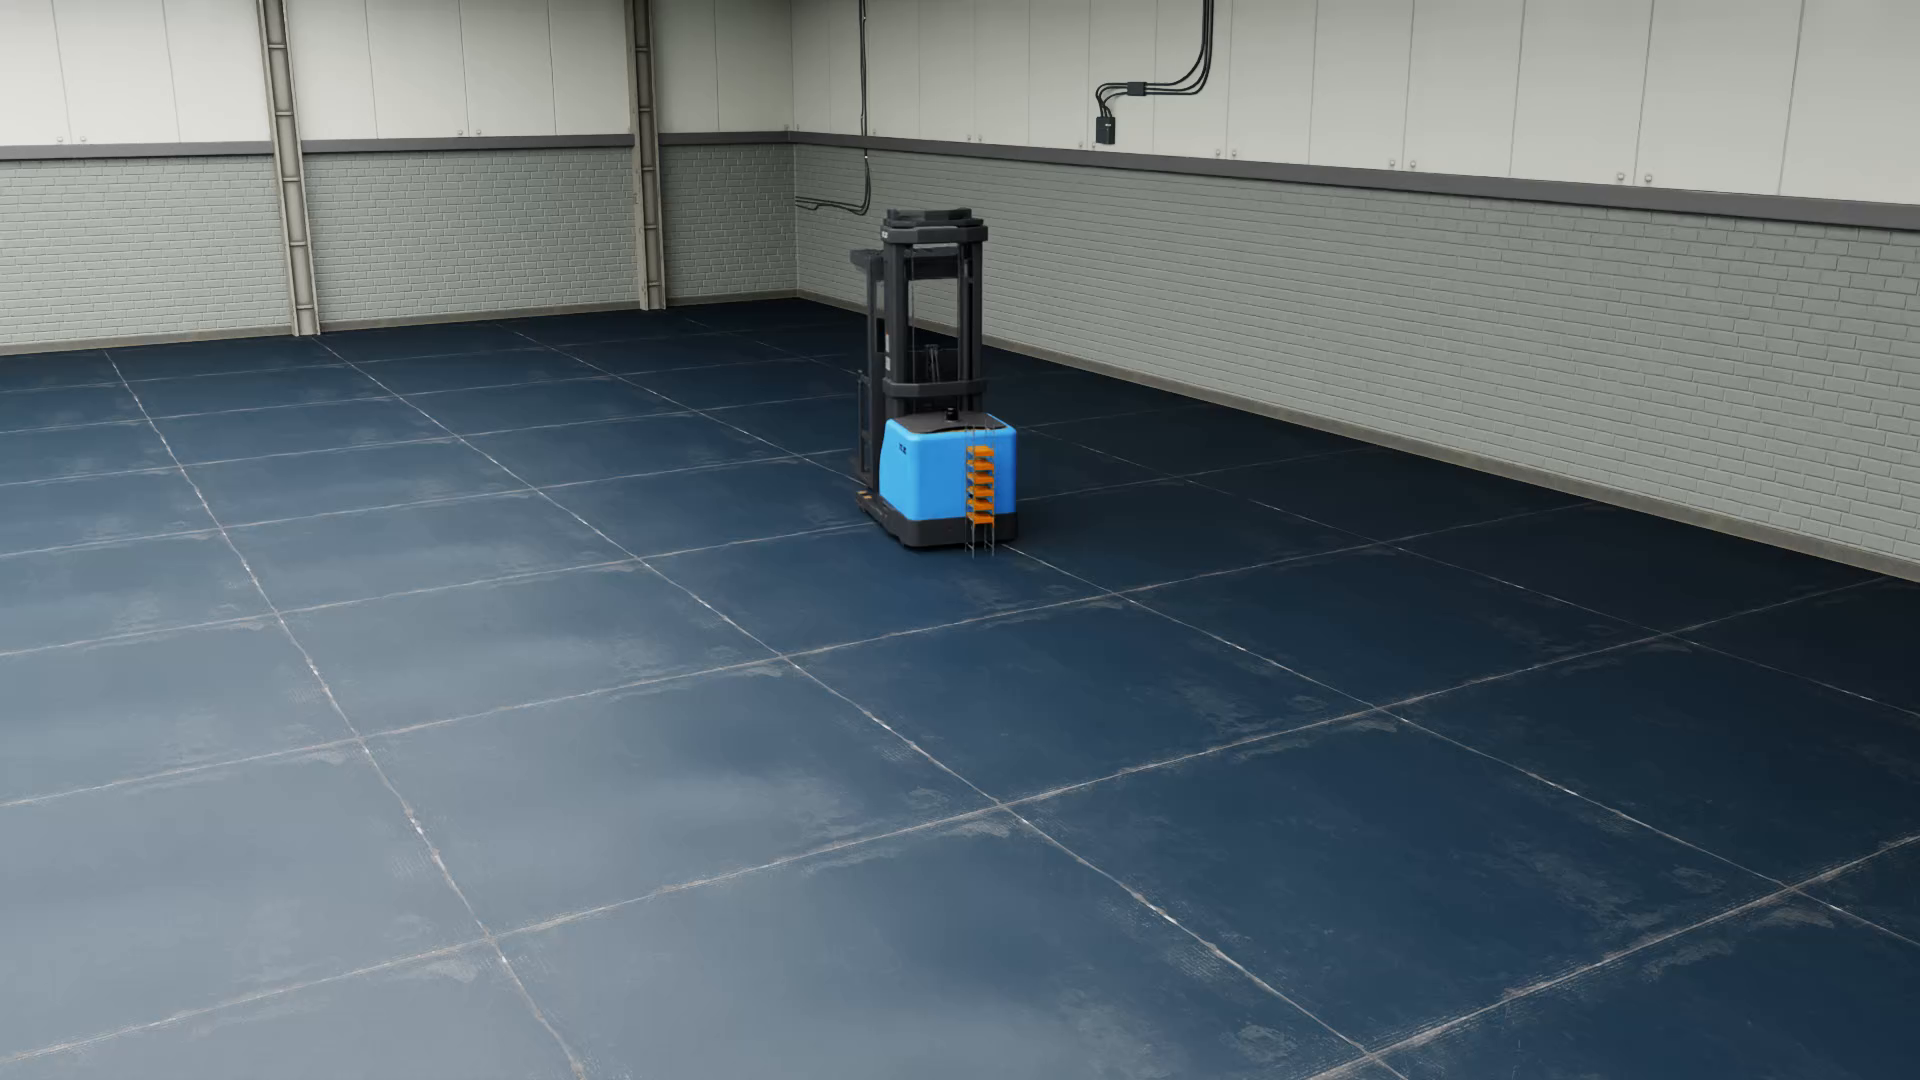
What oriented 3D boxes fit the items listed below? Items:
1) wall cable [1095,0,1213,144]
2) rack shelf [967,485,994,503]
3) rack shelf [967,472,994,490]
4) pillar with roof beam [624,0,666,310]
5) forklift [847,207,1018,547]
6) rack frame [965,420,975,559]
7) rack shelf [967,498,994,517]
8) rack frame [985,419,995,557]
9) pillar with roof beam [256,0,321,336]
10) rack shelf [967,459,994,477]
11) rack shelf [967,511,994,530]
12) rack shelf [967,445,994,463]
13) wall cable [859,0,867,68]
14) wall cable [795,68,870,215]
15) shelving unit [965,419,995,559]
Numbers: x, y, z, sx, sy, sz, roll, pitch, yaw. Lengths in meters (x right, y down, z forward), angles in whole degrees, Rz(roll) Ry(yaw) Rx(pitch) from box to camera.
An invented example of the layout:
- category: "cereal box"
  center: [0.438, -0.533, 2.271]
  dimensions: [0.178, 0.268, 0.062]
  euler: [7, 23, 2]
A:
- category: "wall cable"
  center: [2.489, -8.091, 21.140]
  dimensions: [0.169, 6.003, 2.305]
  euler: [-9, 18, -30]
- category: "rack shelf"
  center: [0.175, -0.409, 14.647]
  dimensions: [0.180, 0.103, 0.258]
  euler: [-5, 17, -17]
- category: "rack shelf"
  center: [0.175, -0.524, 14.615]
  dimensions: [0.180, 0.103, 0.258]
  euler: [-5, 17, -17]
- category: "pillar with roof beam"
  center: [-3.376, -7.552, 25.520]
  dimensions: [0.400, 9.000, 9.100]
  euler: [-9, 18, -30]
- category: "forklift"
  center: [-0.405, -1.706, 15.906]
  dimensions: [1.130, 2.935, 3.031]
  euler: [-5, 16, -17]
- category: "rack frame"
  center: [0.088, -0.444, 14.609]
  dimensions: [0.006, 1.200, 0.240]
  euler: [-5, 17, -17]
- category: "rack shelf"
  center: [0.175, -0.293, 14.680]
  dimensions: [0.180, 0.103, 0.258]
  euler: [-5, 17, -17]
- category: "rack frame"
  center: [0.262, -0.459, 14.662]
  dimensions: [0.006, 1.200, 0.240]
  euler: [-5, 17, -17]
- category: "pillar with roof beam"
  center: [-8.519, -6.718, 22.544]
  dimensions: [0.400, 9.000, 9.100]
  euler: [-9, 18, -30]
- category: "rack shelf"
  center: [0.175, -0.640, 14.582]
  dimensions: [0.180, 0.103, 0.258]
  euler: [-5, 17, -17]
- category: "rack shelf"
  center: [0.175, -0.178, 14.713]
  dimensions: [0.180, 0.103, 0.258]
  euler: [-5, 17, -17]
- category: "rack shelf"
  center: [0.175, -0.755, 14.549]
  dimensions: [0.180, 0.103, 0.258]
  euler: [-5, 17, -17]
- category: "wall cable"
  center: [-0.993, -8.963, 26.947]
  dimensions: [0.112, 2.526, 3.097]
  euler: [-9, 18, -30]
- category: "wall cable"
  center: [-2.386, -7.157, 29.861]
  dimensions: [0.112, 2.526, 3.097]
  euler: [-9, 18, -30]
- category: "shelving unit"
  center: [0.175, -0.451, 14.635]
  dimensions: [0.189, 1.200, 0.258]
  euler: [-5, 17, -17]
